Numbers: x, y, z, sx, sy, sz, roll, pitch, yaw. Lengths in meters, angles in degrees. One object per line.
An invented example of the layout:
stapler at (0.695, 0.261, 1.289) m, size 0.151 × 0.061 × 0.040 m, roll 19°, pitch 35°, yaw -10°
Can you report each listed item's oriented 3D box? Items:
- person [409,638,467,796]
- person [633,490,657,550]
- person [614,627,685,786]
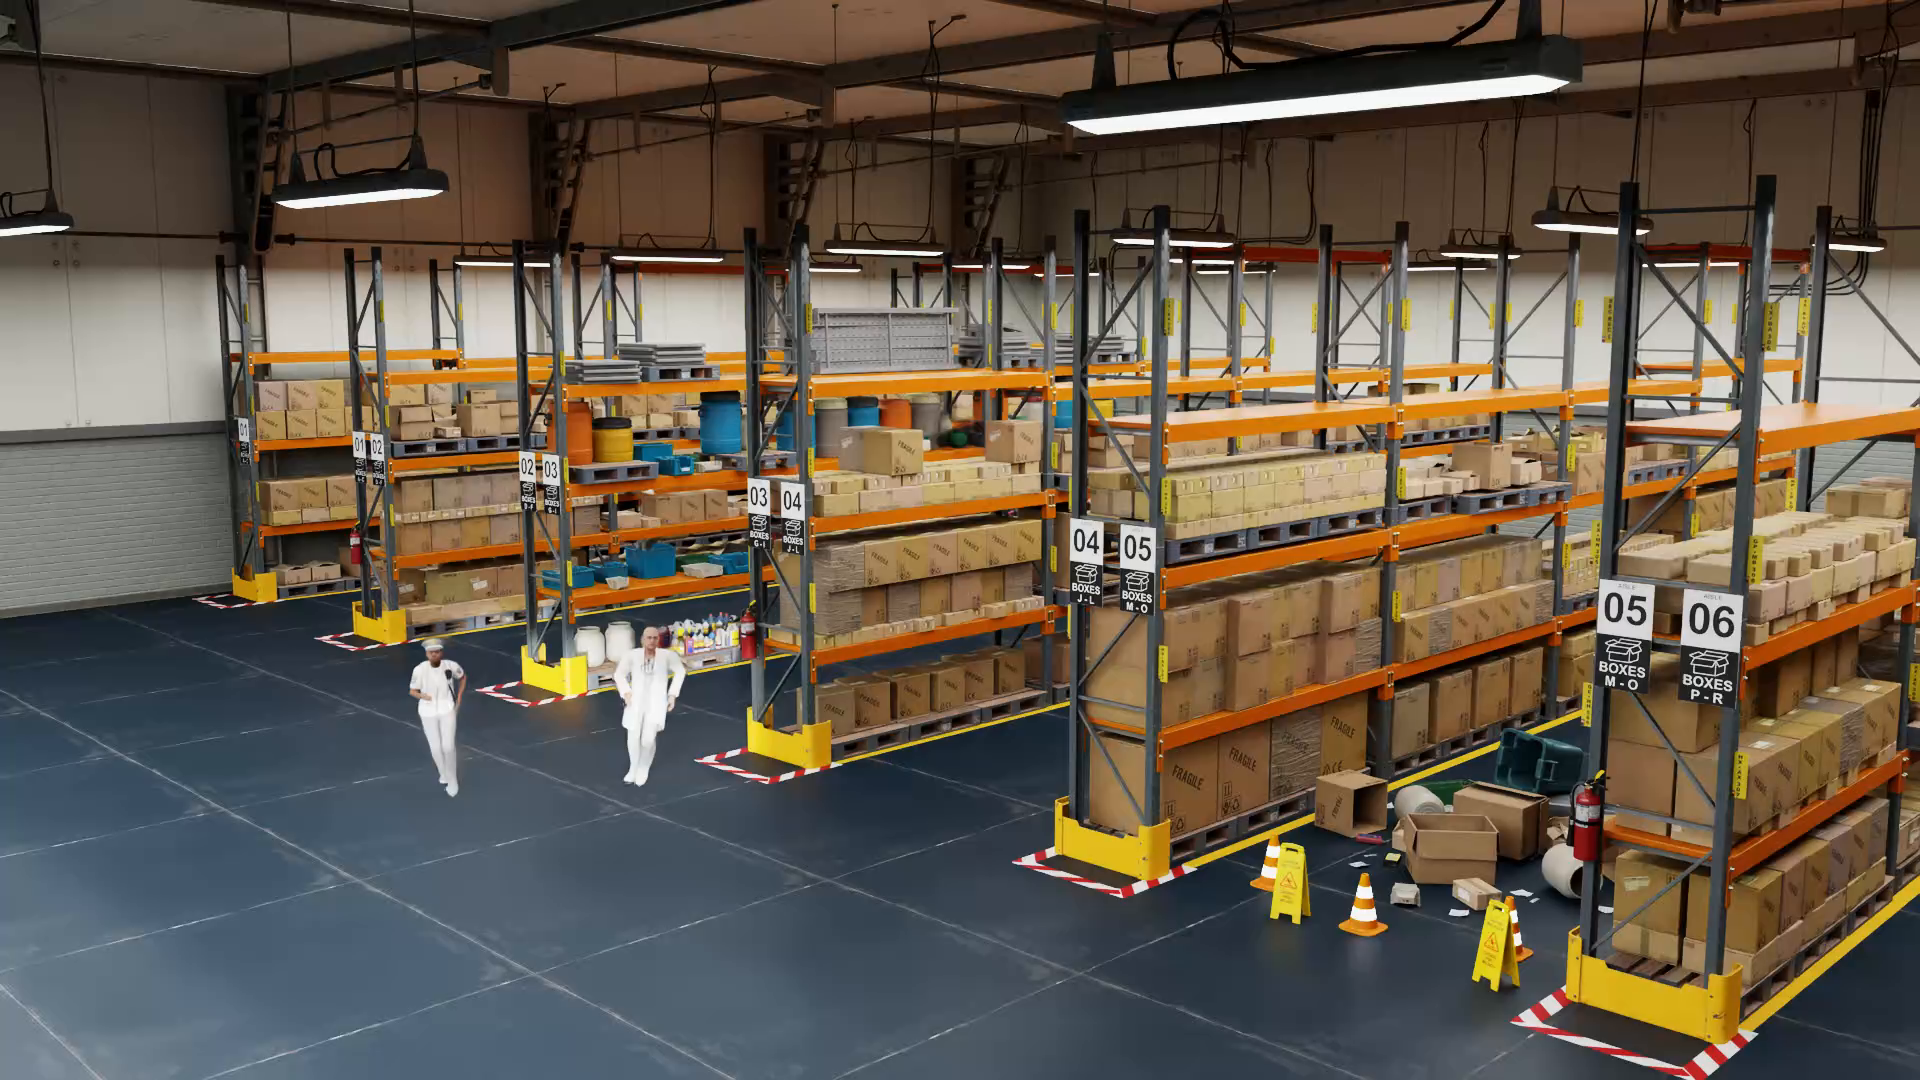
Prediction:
person at (-5.525, 1.856, 17.629) m, size 0.560 × 1.708 × 0.745 m, roll -2°, pitch 8°, yaw -11°
person at (-5.897, -0.121, 31.333) m, size 0.593 × 1.739 × 0.688 m, roll -8°, pitch 11°, yaw -43°
person at (-3.346, 1.783, 17.878) m, size 0.735 × 1.729 × 0.680 m, roll 0°, pitch 8°, yaw 0°
